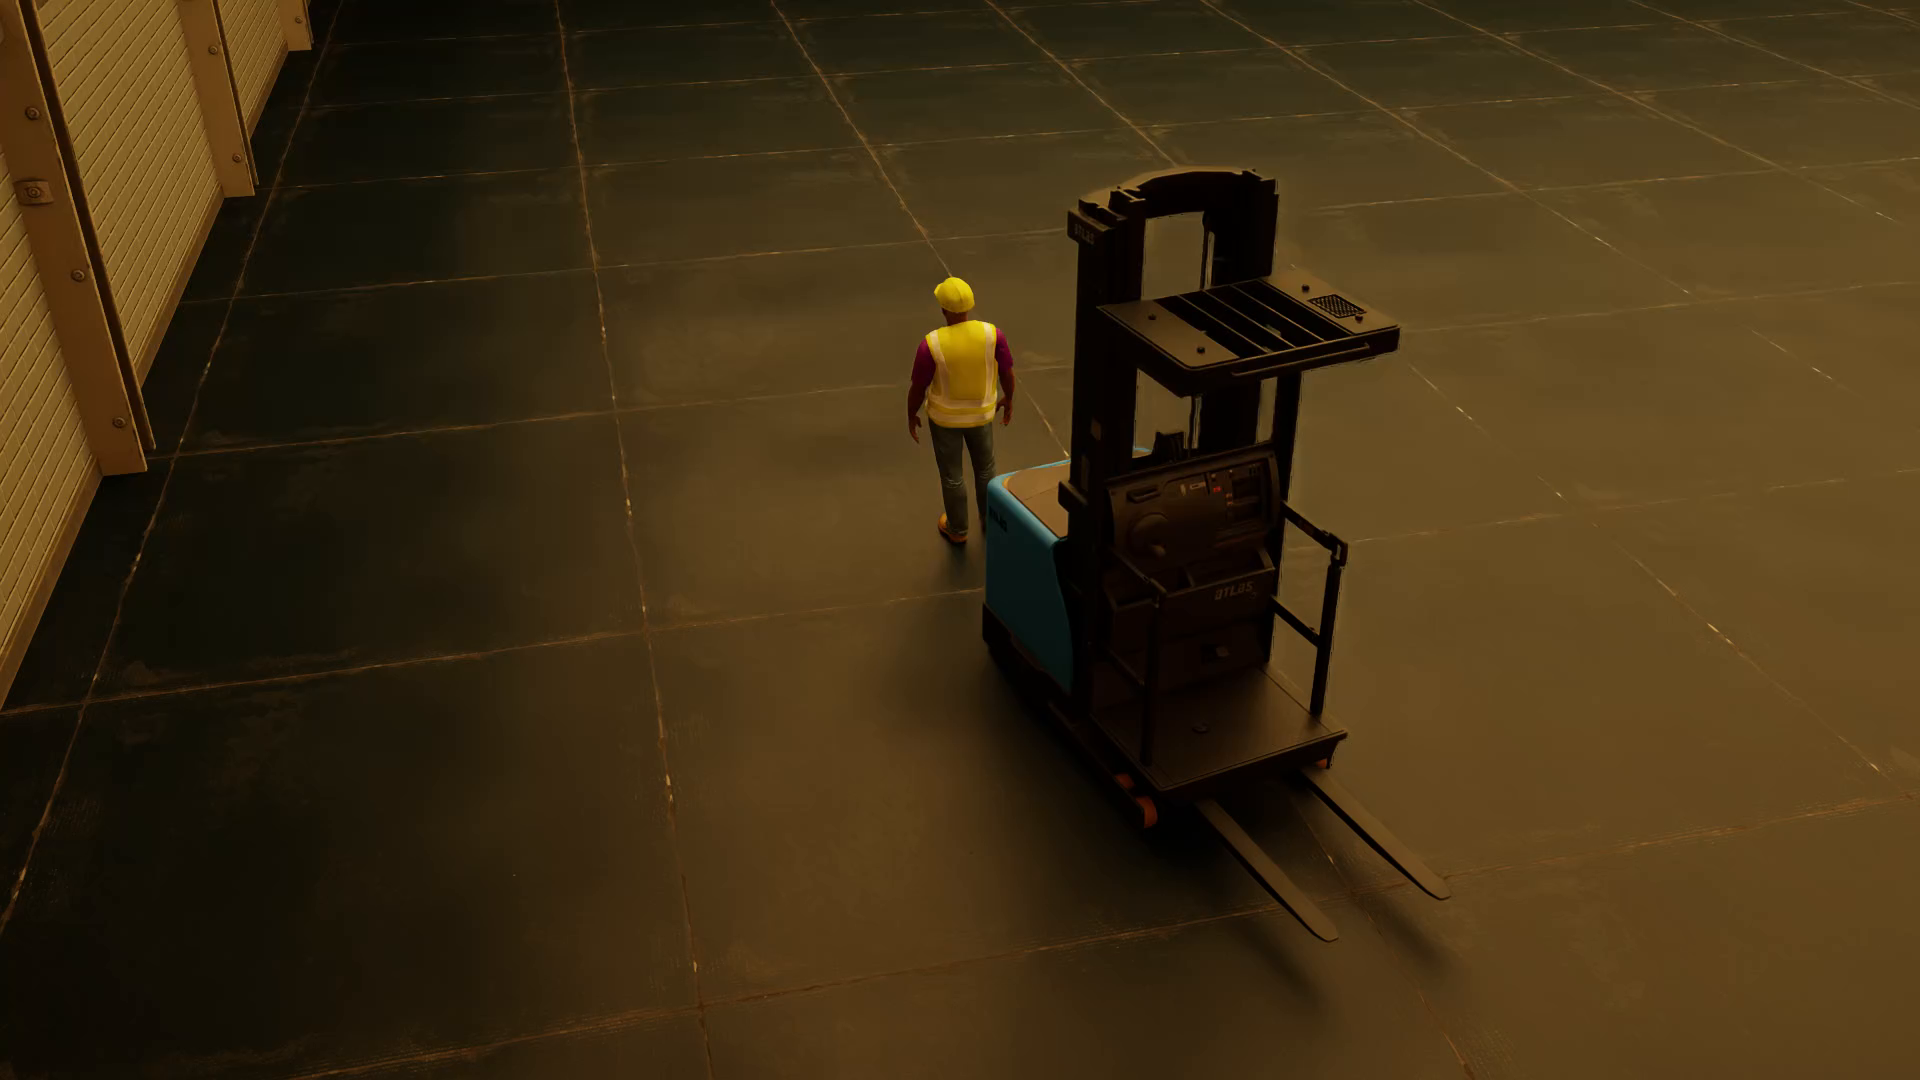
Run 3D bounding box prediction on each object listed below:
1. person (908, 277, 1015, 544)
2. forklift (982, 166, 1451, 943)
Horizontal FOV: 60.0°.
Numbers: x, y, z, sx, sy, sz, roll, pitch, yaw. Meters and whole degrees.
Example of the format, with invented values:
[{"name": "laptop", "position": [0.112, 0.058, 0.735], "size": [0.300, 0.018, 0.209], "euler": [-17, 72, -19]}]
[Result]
[{"name": "person", "position": [-0.011, -0.805, 10.113], "size": [0.666, 1.765, 0.577], "euler": [-7, 31, -12]}, {"name": "forklift", "position": [1.217, -0.116, 7.775], "size": [1.130, 2.935, 3.031], "euler": [-13, 33, -22]}]
